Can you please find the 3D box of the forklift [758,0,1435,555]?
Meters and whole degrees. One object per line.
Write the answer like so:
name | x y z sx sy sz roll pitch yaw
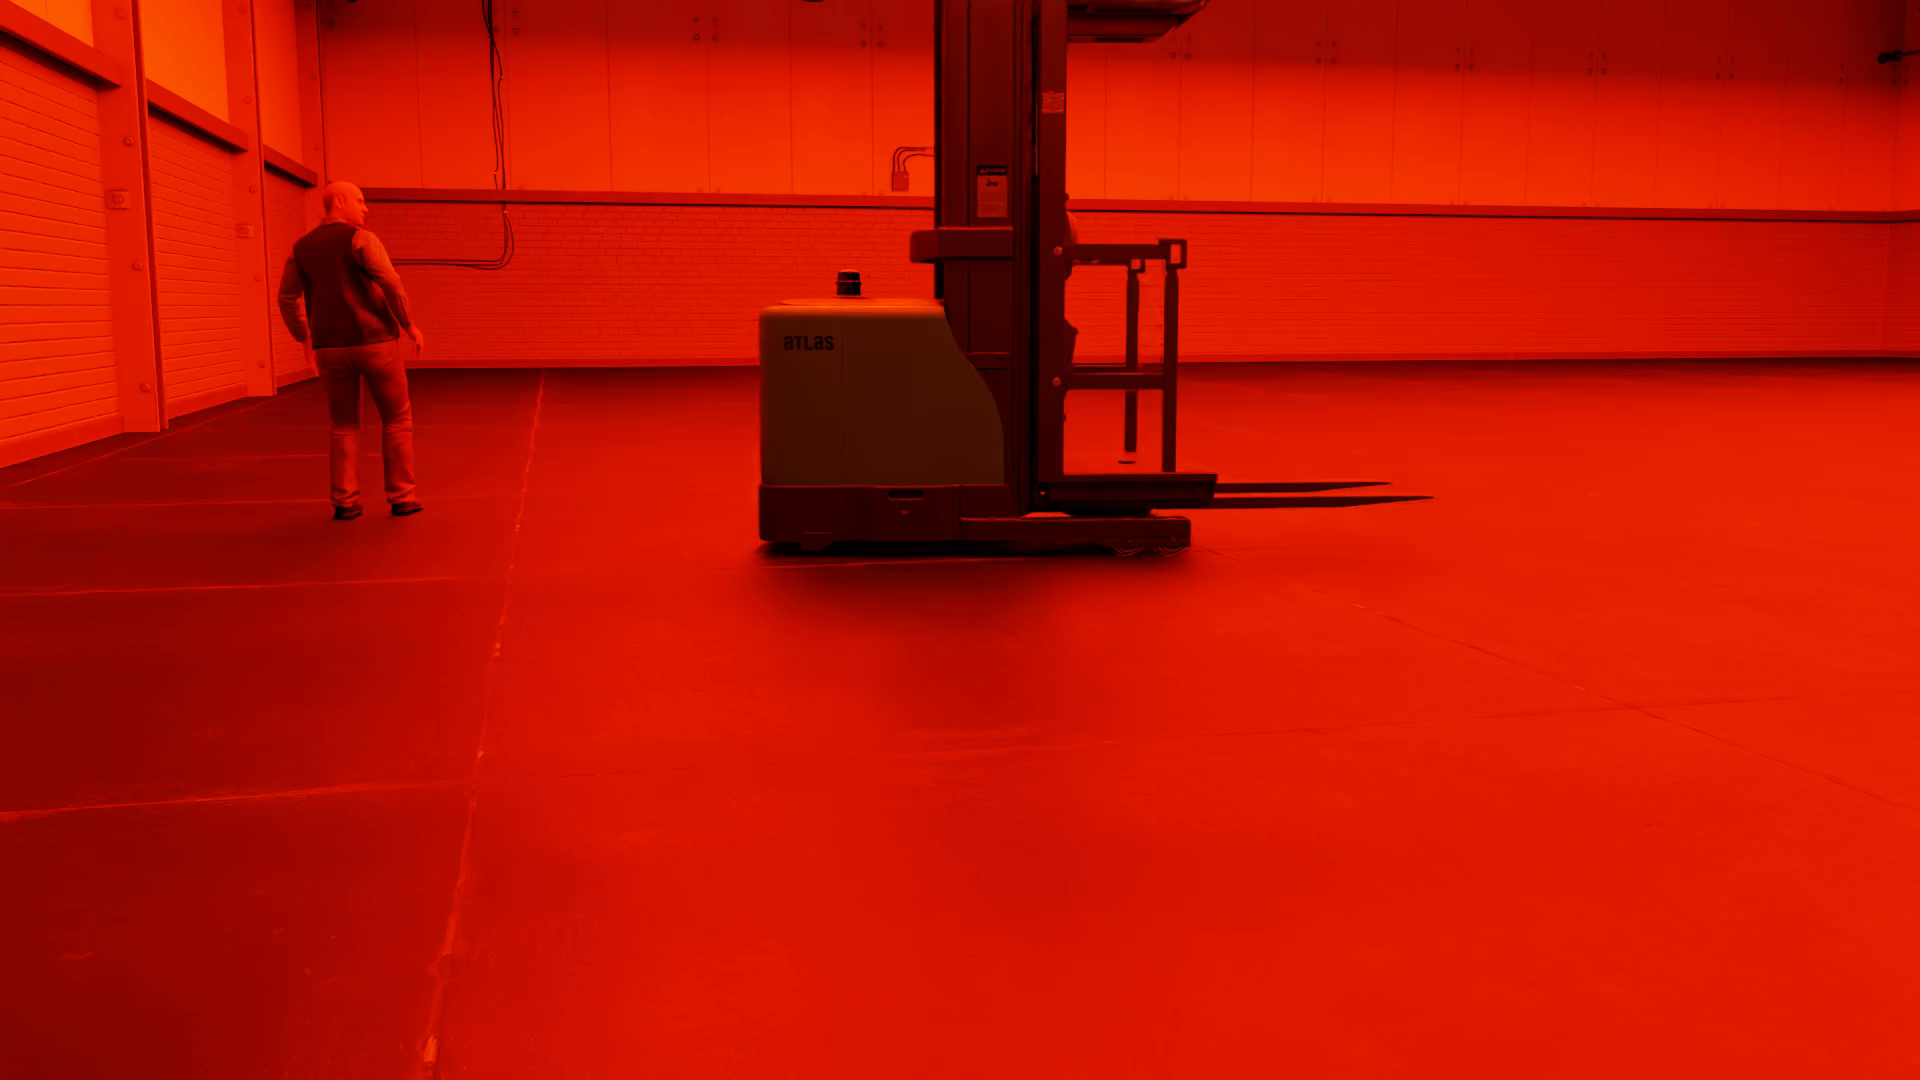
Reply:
forklift | 0.609 -1.458 7.548 3.031 2.935 1.130 -1 8 -4

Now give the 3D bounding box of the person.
person | -3.100 -0.976 8.546 0.731 1.704 0.513 1 8 7
